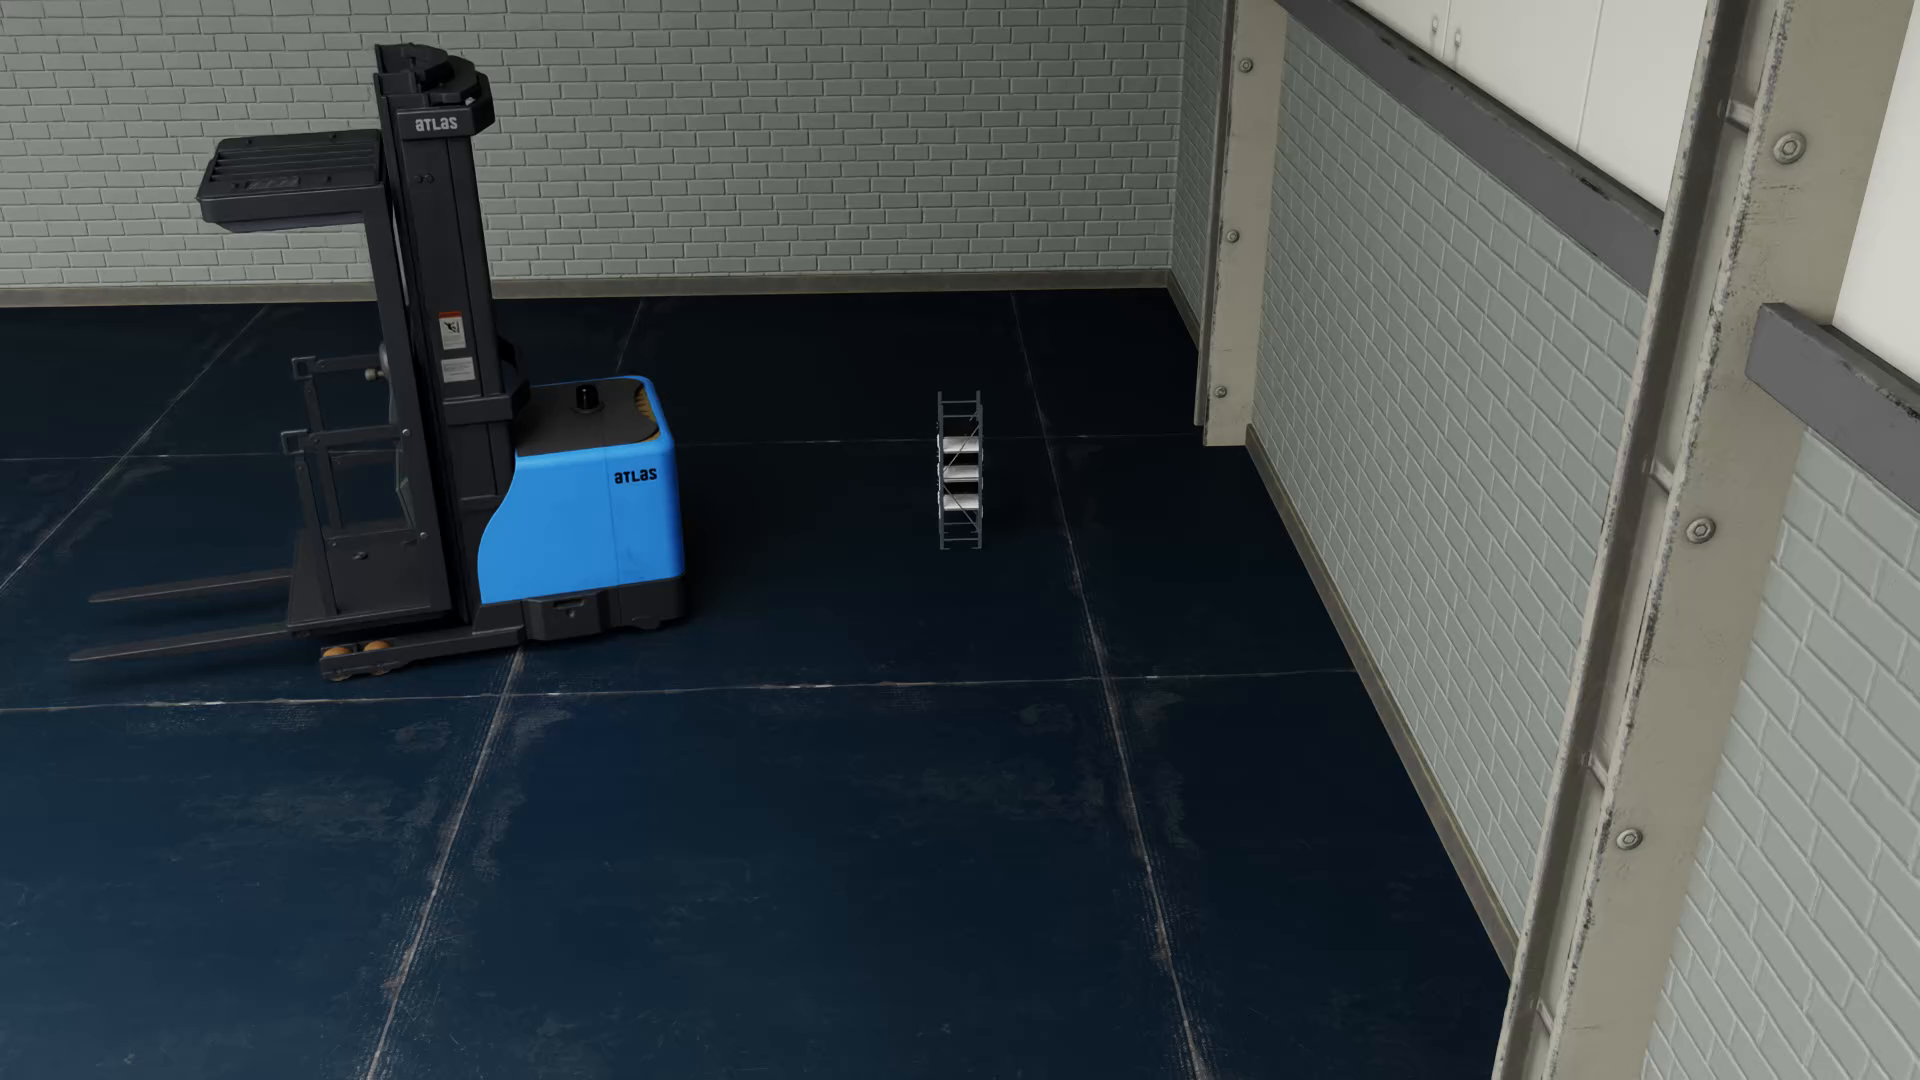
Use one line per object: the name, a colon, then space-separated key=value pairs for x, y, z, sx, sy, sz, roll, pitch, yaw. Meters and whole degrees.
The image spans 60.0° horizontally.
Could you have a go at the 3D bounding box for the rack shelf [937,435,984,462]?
rack shelf: x=0.000 y=-0.525 z=9.467 sx=0.258 sy=0.077 sz=0.200 roll=-1 pitch=28 yaw=-3

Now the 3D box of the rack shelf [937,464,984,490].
rack shelf: x=0.000 y=-0.366 z=9.550 sx=0.258 sy=0.077 sz=0.200 roll=-1 pitch=28 yaw=-3

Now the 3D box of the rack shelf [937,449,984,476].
rack shelf: x=0.000 y=-0.445 z=9.509 sx=0.258 sy=0.077 sz=0.200 roll=-1 pitch=28 yaw=-3

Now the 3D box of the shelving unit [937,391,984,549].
shelving unit: x=0.000 y=-0.395 z=9.535 sx=0.258 sy=0.900 sz=0.210 roll=-1 pitch=28 yaw=-3

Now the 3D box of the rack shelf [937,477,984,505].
rack shelf: x=0.000 y=-0.286 z=9.592 sx=0.258 sy=0.077 sz=0.200 roll=-1 pitch=28 yaw=-3

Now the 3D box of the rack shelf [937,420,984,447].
rack shelf: x=0.000 y=-0.605 z=9.425 sx=0.258 sy=0.077 sz=0.200 roll=-1 pitch=28 yaw=-3

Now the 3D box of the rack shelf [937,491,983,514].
rack shelf: x=0.000 y=-0.206 z=9.633 sx=0.258 sy=0.077 sz=0.200 roll=-1 pitch=28 yaw=-3

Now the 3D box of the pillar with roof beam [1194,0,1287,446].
pillar with roof beam: x=-2.550 y=-4.600 z=8.838 sx=9.100 sy=9.000 sz=0.400 roll=-1 pitch=28 yaw=-3

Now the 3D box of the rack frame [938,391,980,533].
rack frame: x=-0.005 y=-0.442 z=9.625 sx=0.240 sy=0.900 sz=0.006 roll=-1 pitch=28 yaw=-3

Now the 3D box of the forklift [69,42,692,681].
forklift: x=-3.011 y=-0.862 z=8.234 sx=3.031 sy=2.935 sz=1.130 roll=-8 pitch=29 yaw=-15

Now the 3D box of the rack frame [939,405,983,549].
rack frame: x=0.006 y=-0.348 z=9.445 sx=0.240 sy=0.900 sz=0.006 roll=-1 pitch=28 yaw=-3
